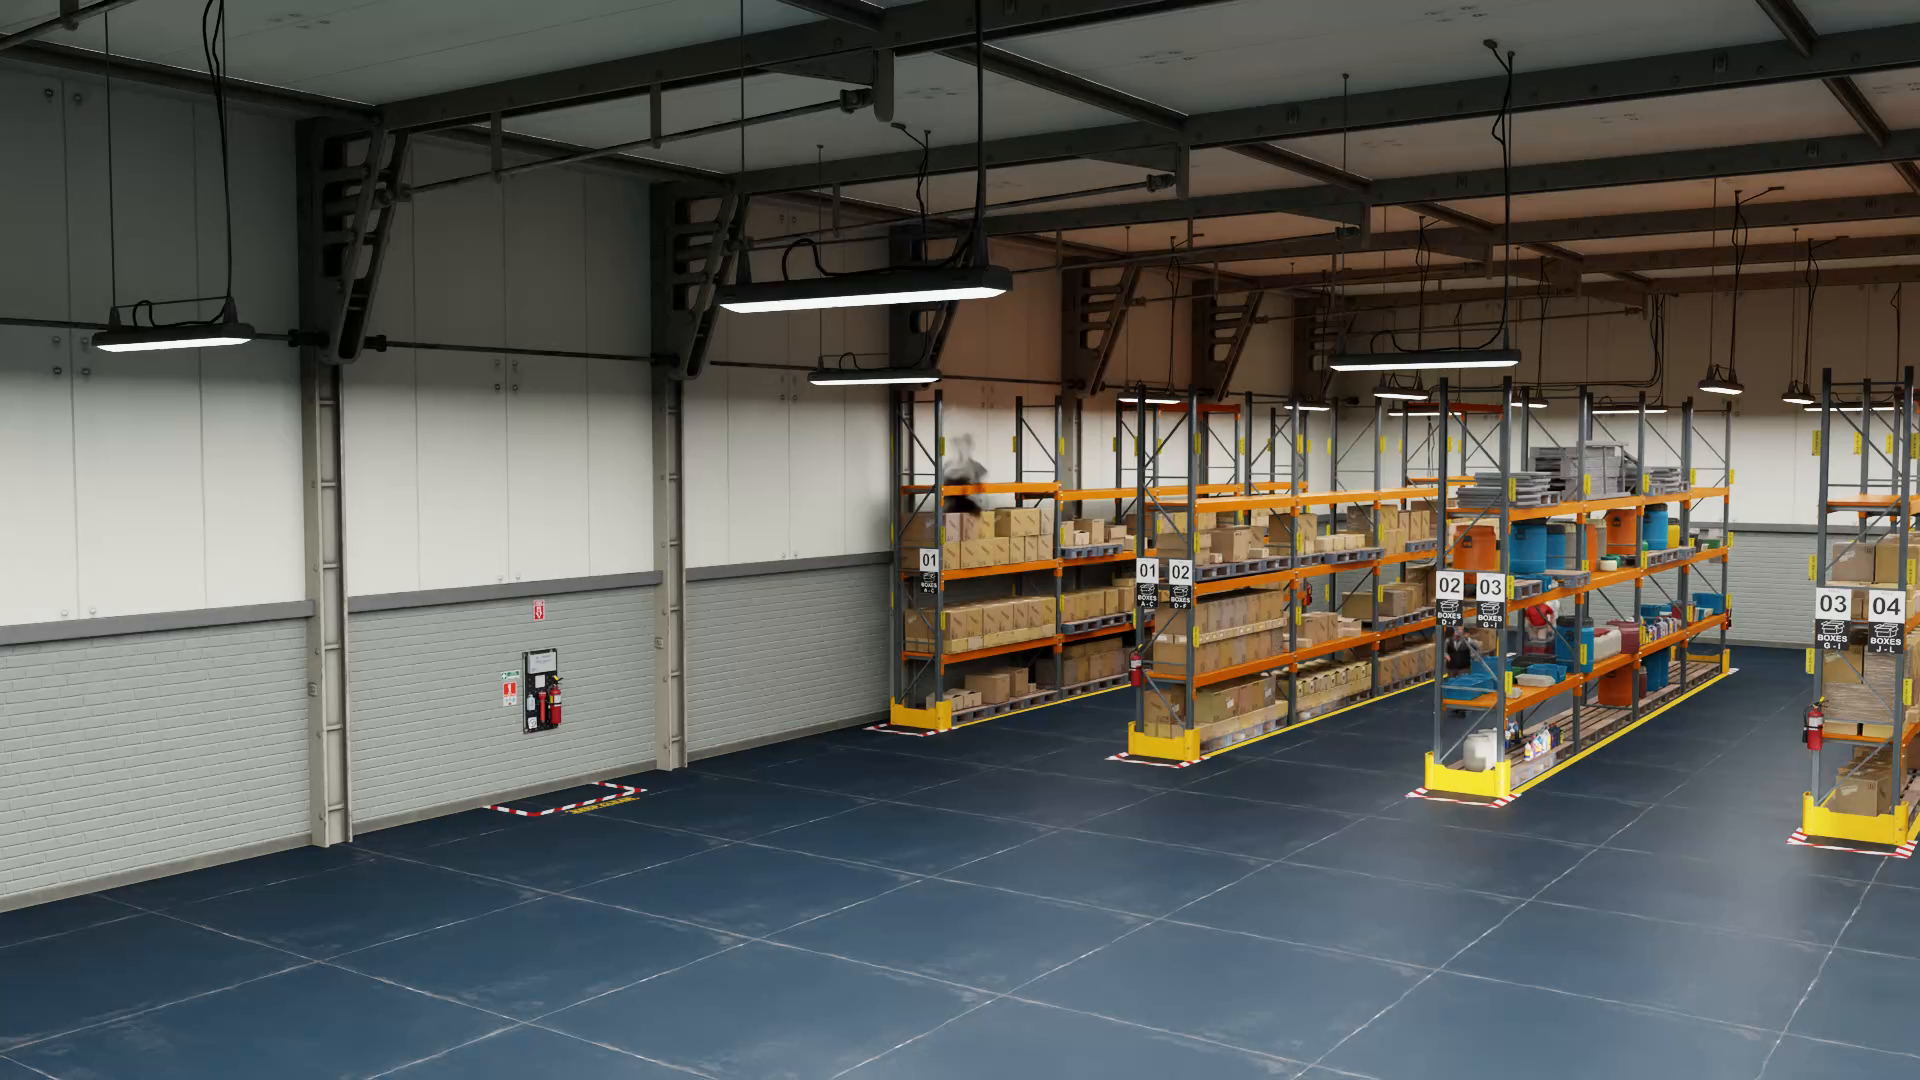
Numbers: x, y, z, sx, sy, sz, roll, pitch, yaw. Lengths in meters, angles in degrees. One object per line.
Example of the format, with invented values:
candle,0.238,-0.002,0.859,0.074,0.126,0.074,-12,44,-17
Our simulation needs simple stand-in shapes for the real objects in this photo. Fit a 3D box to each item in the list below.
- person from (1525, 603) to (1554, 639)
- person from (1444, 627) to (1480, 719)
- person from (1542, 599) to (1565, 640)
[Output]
person,12.934,2.063,37.260,0.627,1.739,0.733,2,4,30
person,9.219,2.434,30.749,0.671,1.783,0.733,2,4,32
person,14.165,1.917,39.798,0.677,1.739,0.581,-2,4,-32
